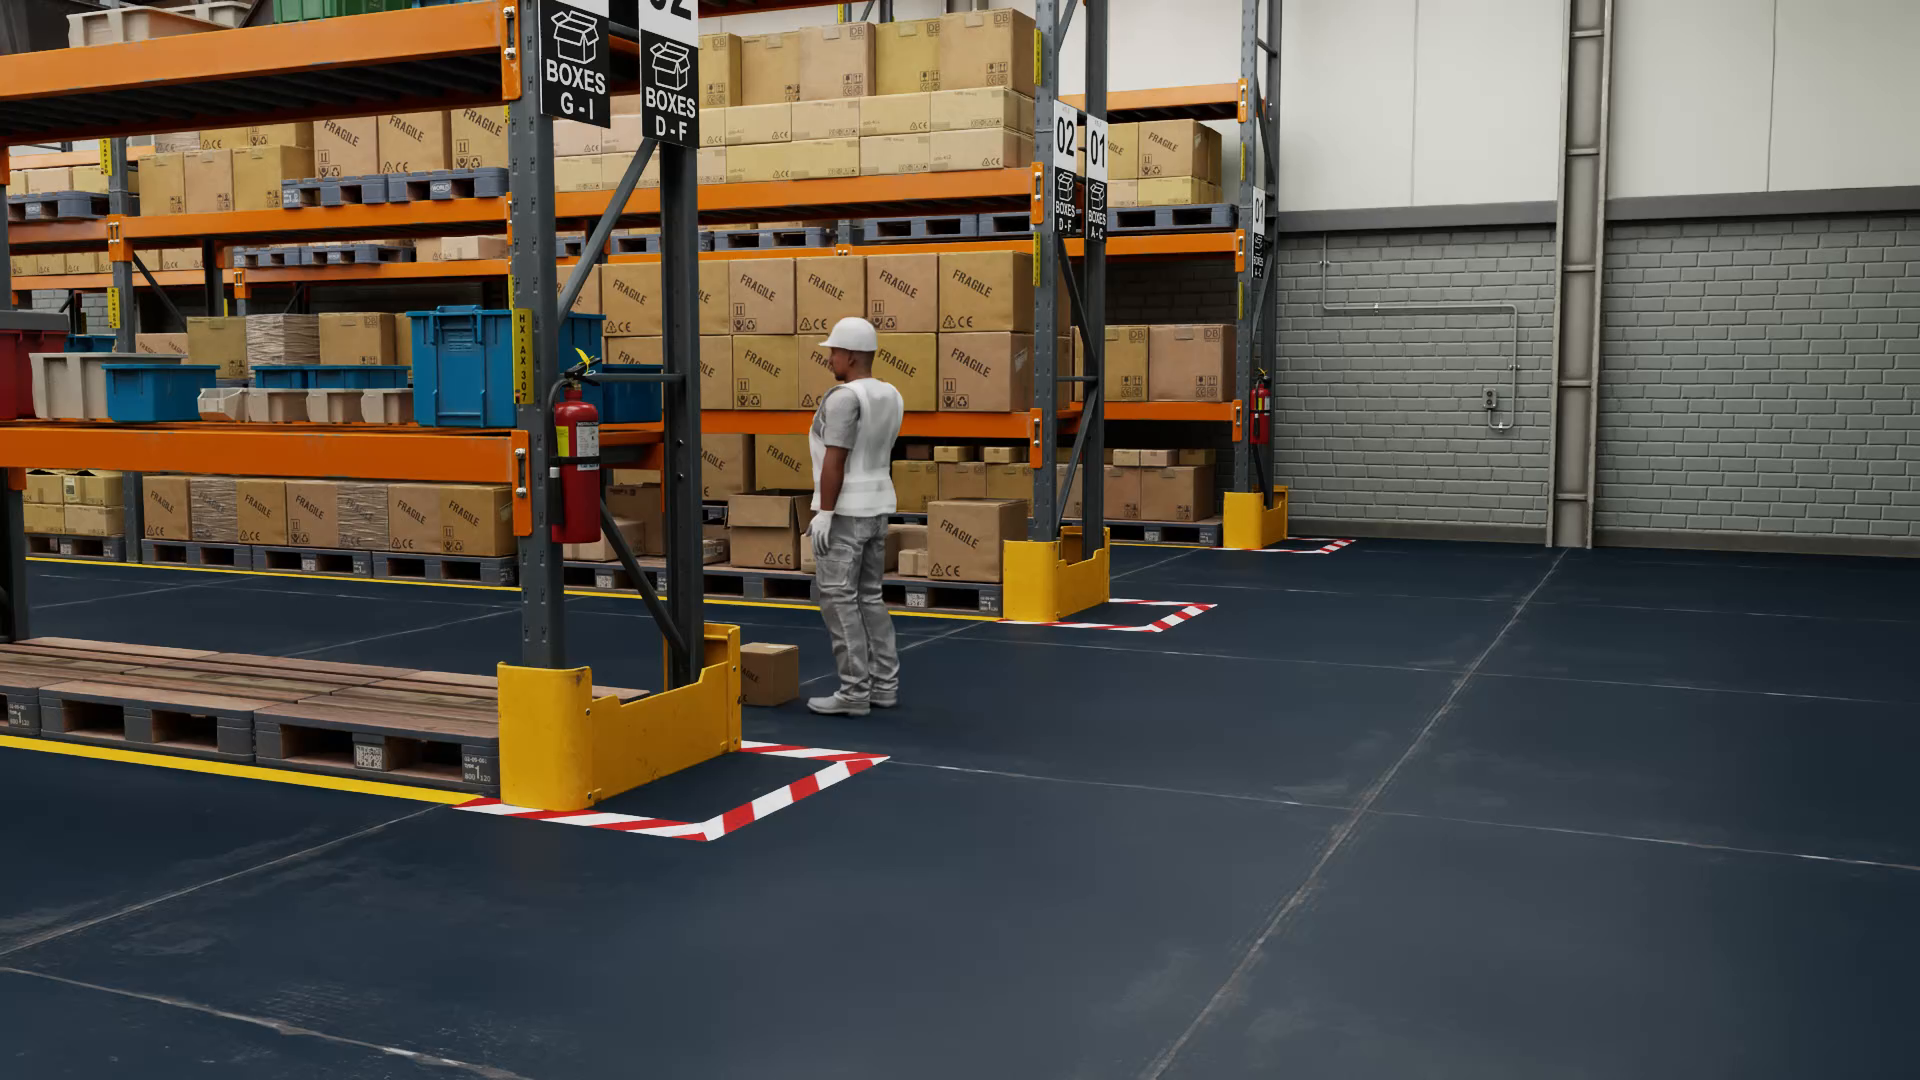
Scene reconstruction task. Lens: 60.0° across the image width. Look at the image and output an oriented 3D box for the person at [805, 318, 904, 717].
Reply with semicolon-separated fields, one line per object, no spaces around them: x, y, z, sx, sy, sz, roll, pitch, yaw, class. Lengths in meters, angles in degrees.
-0.483;-0.109;7.524;0.354;1.779;0.541;3;6;25;person
